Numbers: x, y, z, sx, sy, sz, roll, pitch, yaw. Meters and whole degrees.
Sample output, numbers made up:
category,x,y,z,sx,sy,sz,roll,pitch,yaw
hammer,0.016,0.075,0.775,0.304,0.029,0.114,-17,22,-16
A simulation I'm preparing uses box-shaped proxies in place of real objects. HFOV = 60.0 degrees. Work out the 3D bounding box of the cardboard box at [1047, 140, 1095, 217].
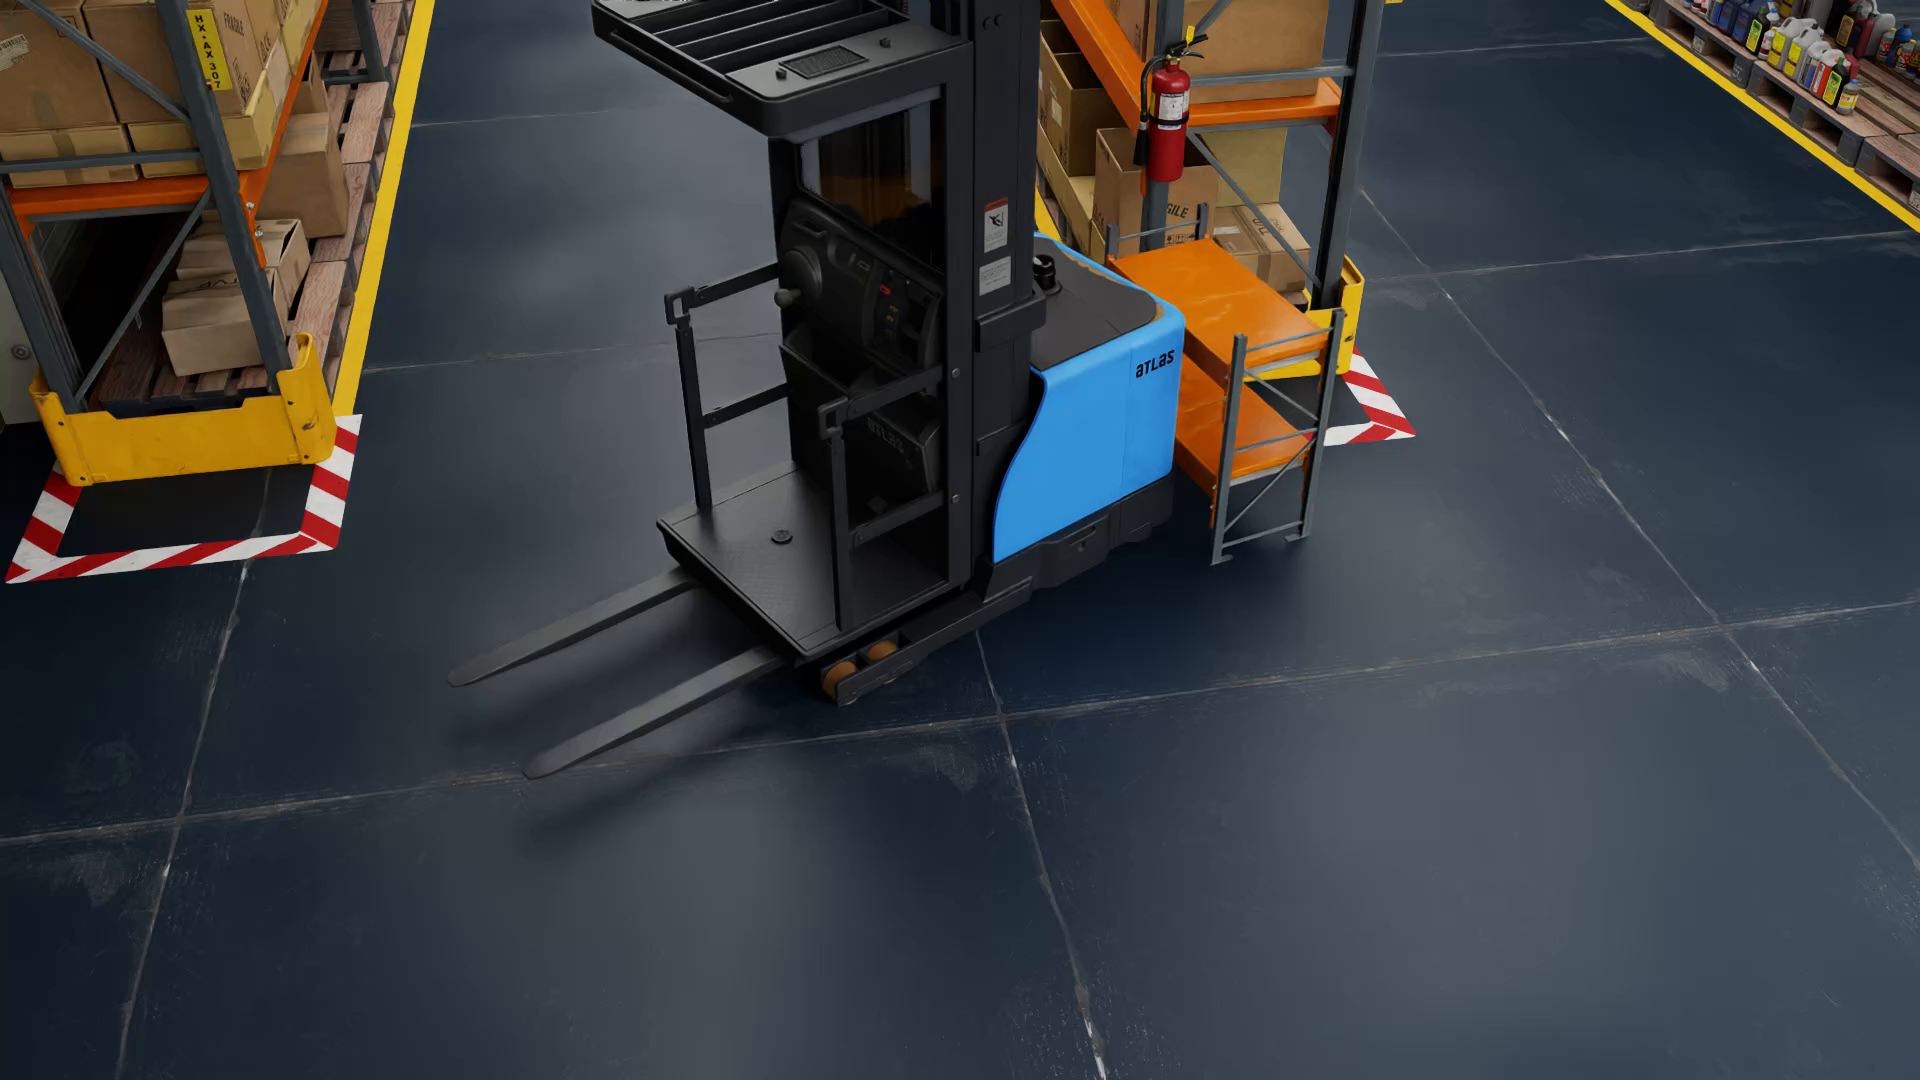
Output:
category,x,y,z,sx,sy,sz,roll,pitch,yaw
cardboard box,0.787,-2.052,9.345,0.500,0.250,0.500,-6,38,-8

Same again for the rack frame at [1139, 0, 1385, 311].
category,x,y,z,sx,sy,sz,roll,pitch,yaw
rack frame,1.361,-2.077,7.479,1.000,3.000,0.127,-6,38,-8

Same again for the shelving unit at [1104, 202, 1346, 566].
category,x,y,z,sx,sy,sz,roll,pitch,yaw
shelving unit,1.080,-0.691,7.222,0.538,1.125,1.048,-16,41,-20

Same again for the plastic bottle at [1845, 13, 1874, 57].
category,x,y,z,sx,sy,sz,roll,pitch,yaw
plastic bottle,5.944,-3.346,10.967,0.061,0.283,0.133,-6,38,-8

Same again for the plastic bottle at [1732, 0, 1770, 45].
category,x,y,z,sx,sy,sz,roll,pitch,yaw
plastic bottle,5.303,-3.505,11.118,0.144,0.351,0.185,-8,39,-10

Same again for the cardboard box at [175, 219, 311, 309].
category,x,y,z,sx,sy,sz,roll,pitch,yaw
cardboard box,-3.648,-1.426,8.474,0.500,0.311,0.500,-3,38,-4

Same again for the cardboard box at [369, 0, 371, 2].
category,x,y,z,sx,sy,sz,roll,pitch,yaw
cardboard box,-4.502,-3.894,11.497,0.700,0.500,0.500,-7,38,-9

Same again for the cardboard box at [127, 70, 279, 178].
category,x,y,z,sx,sy,sz,roll,pitch,yaw
cardboard box,-3.288,-1.820,7.254,0.500,0.250,0.500,-7,38,-9

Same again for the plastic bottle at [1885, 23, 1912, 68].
category,x,y,z,sx,sy,sz,roll,pitch,yaw
plastic bottle,6.114,-3.223,10.819,0.097,0.271,0.097,0,38,0

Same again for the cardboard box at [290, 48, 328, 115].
category,x,y,z,sx,sy,sz,roll,pitch,yaw
cardboard box,-3.995,-2.522,9.731,0.500,0.500,0.500,-9,39,-11

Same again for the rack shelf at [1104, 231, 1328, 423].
category,x,y,z,sx,sy,sz,roll,pitch,yaw
rack shelf,1.080,-0.922,7.042,0.538,0.278,1.000,-16,41,-20

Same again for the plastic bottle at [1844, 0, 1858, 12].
category,x,y,z,sx,sy,sz,roll,pitch,yaw
plastic bottle,6.037,-3.557,11.239,0.061,0.283,0.133,-4,38,-5

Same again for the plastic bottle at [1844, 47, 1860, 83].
category,x,y,z,sx,sy,sz,roll,pitch,yaw
plastic bottle,5.572,-2.938,10.442,0.061,0.283,0.133,-6,38,-8

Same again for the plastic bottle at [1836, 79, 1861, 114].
category,x,y,z,sx,sy,sz,roll,pitch,yaw
plastic bottle,5.485,-2.739,10.253,0.097,0.201,0.097,0,38,0

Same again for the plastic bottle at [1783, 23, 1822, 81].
category,x,y,z,sx,sy,sz,roll,pitch,yaw
plastic bottle,5.410,-3.136,10.643,0.144,0.351,0.185,-5,38,-6

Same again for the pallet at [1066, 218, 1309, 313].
category,x,y,z,sx,sy,sz,roll,pitch,yaw
pallet,1.185,-1.434,8.923,1.003,0.211,1.213,-6,38,-8

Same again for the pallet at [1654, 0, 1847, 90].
category,x,y,z,sx,sy,sz,roll,pitch,yaw
pallet,5.614,-3.513,11.599,1.003,0.211,1.213,-6,38,-8

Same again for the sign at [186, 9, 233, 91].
category,x,y,z,sx,sy,sz,roll,pitch,yaw
sign,-2.981,-1.943,6.600,0.100,0.325,0.005,-6,38,-8

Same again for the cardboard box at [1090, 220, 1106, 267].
category,x,y,z,sx,sy,sz,roll,pitch,yaw
cardboard box,0.976,-1.450,8.570,0.500,0.250,0.500,-6,38,-8

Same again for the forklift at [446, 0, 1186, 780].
category,x,y,z,sx,sy,sz,roll,pitch,yaw
forklift,-0.538,-0.887,6.003,3.031,2.935,1.130,-26,45,-30

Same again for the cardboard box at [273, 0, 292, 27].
category,x,y,z,sx,sy,sz,roll,pitch,yaw
cardboard box,-3.465,-2.720,7.801,0.500,0.500,0.500,-7,38,-9

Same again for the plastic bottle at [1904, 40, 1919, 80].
category,x,y,z,sx,sy,sz,roll,pitch,yaw
plastic bottle,6.149,-3.100,10.661,0.097,0.271,0.097,0,38,0

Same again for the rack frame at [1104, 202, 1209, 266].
category,x,y,z,sx,sy,sz,roll,pitch,yaw
rack frame,0.865,-0.973,7.586,0.500,1.125,0.032,-16,41,-20

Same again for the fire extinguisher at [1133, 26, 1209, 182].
category,x,y,z,sx,sy,sz,roll,pitch,yaw
fire extinguisher,0.924,-1.926,7.347,0.296,0.674,0.183,-6,38,-8

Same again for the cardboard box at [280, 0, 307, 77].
category,x,y,z,sx,sy,sz,roll,pitch,yaw
cardboard box,-3.477,-2.440,8.052,0.500,0.250,0.500,-7,38,-9

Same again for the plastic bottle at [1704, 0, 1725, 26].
category,x,y,z,sx,sy,sz,roll,pitch,yaw
plastic bottle,5.245,-3.690,11.416,0.152,0.276,0.135,-5,38,-6

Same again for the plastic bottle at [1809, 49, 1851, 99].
category,x,y,z,sx,sy,sz,roll,pitch,yaw
plastic bottle,5.467,-2.923,10.429,0.152,0.276,0.135,-6,38,-8

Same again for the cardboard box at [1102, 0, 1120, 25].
category,x,y,z,sx,sy,sz,roll,pitch,yaw
cardboard box,1.113,-3.017,8.608,0.700,0.500,0.500,-6,38,-8

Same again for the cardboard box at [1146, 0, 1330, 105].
category,x,y,z,sx,sy,sz,roll,pitch,yaw
cardboard box,1.292,-2.400,7.813,0.700,0.500,0.500,-6,38,-8

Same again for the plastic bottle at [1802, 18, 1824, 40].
category,x,y,z,sx,sy,sz,roll,pitch,yaw
plastic bottle,5.519,-3.250,10.850,0.152,0.276,0.135,-6,38,-8

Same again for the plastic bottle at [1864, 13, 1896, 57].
category,x,y,z,sx,sy,sz,roll,pitch,yaw
plastic bottle,6.048,-3.355,10.984,0.152,0.276,0.135,-6,38,-7

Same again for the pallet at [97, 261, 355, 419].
category,x,y,z,sx,sy,sz,roll,pitch,yaw
pallet,-3.636,-0.982,8.341,1.003,0.211,1.213,-6,38,-8

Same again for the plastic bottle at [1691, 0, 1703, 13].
category,x,y,z,sx,sy,sz,roll,pitch,yaw
plastic bottle,5.179,-3.792,11.608,0.097,0.201,0.097,0,38,0

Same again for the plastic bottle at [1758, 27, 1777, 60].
category,x,y,z,sx,sy,sz,roll,pitch,yaw
plastic bottle,5.329,-3.273,10.940,0.097,0.201,0.097,0,38,0

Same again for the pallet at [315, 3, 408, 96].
category,x,y,z,sx,sy,sz,roll,pitch,yaw
pallet,-4.355,-3.327,11.361,1.003,0.211,1.213,-6,38,-8

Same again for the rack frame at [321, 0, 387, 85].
category,x,y,z,sx,sy,sz,roll,pitch,yaw
rack frame,-4.217,-3.958,9.900,1.000,3.000,0.127,-6,38,-8

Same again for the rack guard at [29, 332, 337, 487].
category,x,y,z,sx,sy,sz,roll,pitch,yaw
rack guard,-3.529,-0.601,7.616,1.175,0.500,0.348,-6,38,-8

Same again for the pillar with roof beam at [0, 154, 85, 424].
category,x,y,z,sx,sy,sz,roll,pitch,yaw
pillar with roof beam,-0.252,-4.704,5.970,9.100,9.000,0.400,-6,38,-8

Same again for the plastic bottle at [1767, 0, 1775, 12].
category,x,y,z,sx,sy,sz,roll,pitch,yaw
plastic bottle,5.414,-3.513,11.193,0.097,0.271,0.097,0,38,0

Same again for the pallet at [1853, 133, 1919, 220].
category,x,y,z,sx,sy,sz,roll,pitch,yaw
pallet,6.041,-2.039,9.702,1.003,0.211,1.213,-6,38,-8

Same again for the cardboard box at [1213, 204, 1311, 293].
category,x,y,z,sx,sy,sz,roll,pitch,yaw
cardboard box,1.486,-1.505,8.642,0.500,0.250,0.500,-6,38,-8

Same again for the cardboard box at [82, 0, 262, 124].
category,x,y,z,sx,sy,sz,roll,pitch,yaw
cardboard box,-3.303,-2.108,7.013,0.500,0.500,0.500,-6,38,-8

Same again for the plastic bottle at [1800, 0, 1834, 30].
category,x,y,z,sx,sy,sz,roll,pitch,yaw
plastic bottle,5.826,-3.617,11.322,0.152,0.276,0.135,-6,38,-8

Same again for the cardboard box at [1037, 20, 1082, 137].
category,x,y,z,sx,sy,sz,roll,pitch,yaw
cardboard box,0.698,-2.650,9.504,0.500,0.500,0.500,-6,38,-8

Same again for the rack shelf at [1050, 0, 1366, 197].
category,x,y,z,sx,sy,sz,roll,pitch,yaw
rack shelf,1.010,-3.001,9.255,1.077,0.370,4.000,-6,38,-8

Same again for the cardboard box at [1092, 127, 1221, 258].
category,x,y,z,sx,sy,sz,roll,pitch,yaw
cardboard box,0.974,-1.745,8.339,0.500,0.500,0.500,-6,38,-8
